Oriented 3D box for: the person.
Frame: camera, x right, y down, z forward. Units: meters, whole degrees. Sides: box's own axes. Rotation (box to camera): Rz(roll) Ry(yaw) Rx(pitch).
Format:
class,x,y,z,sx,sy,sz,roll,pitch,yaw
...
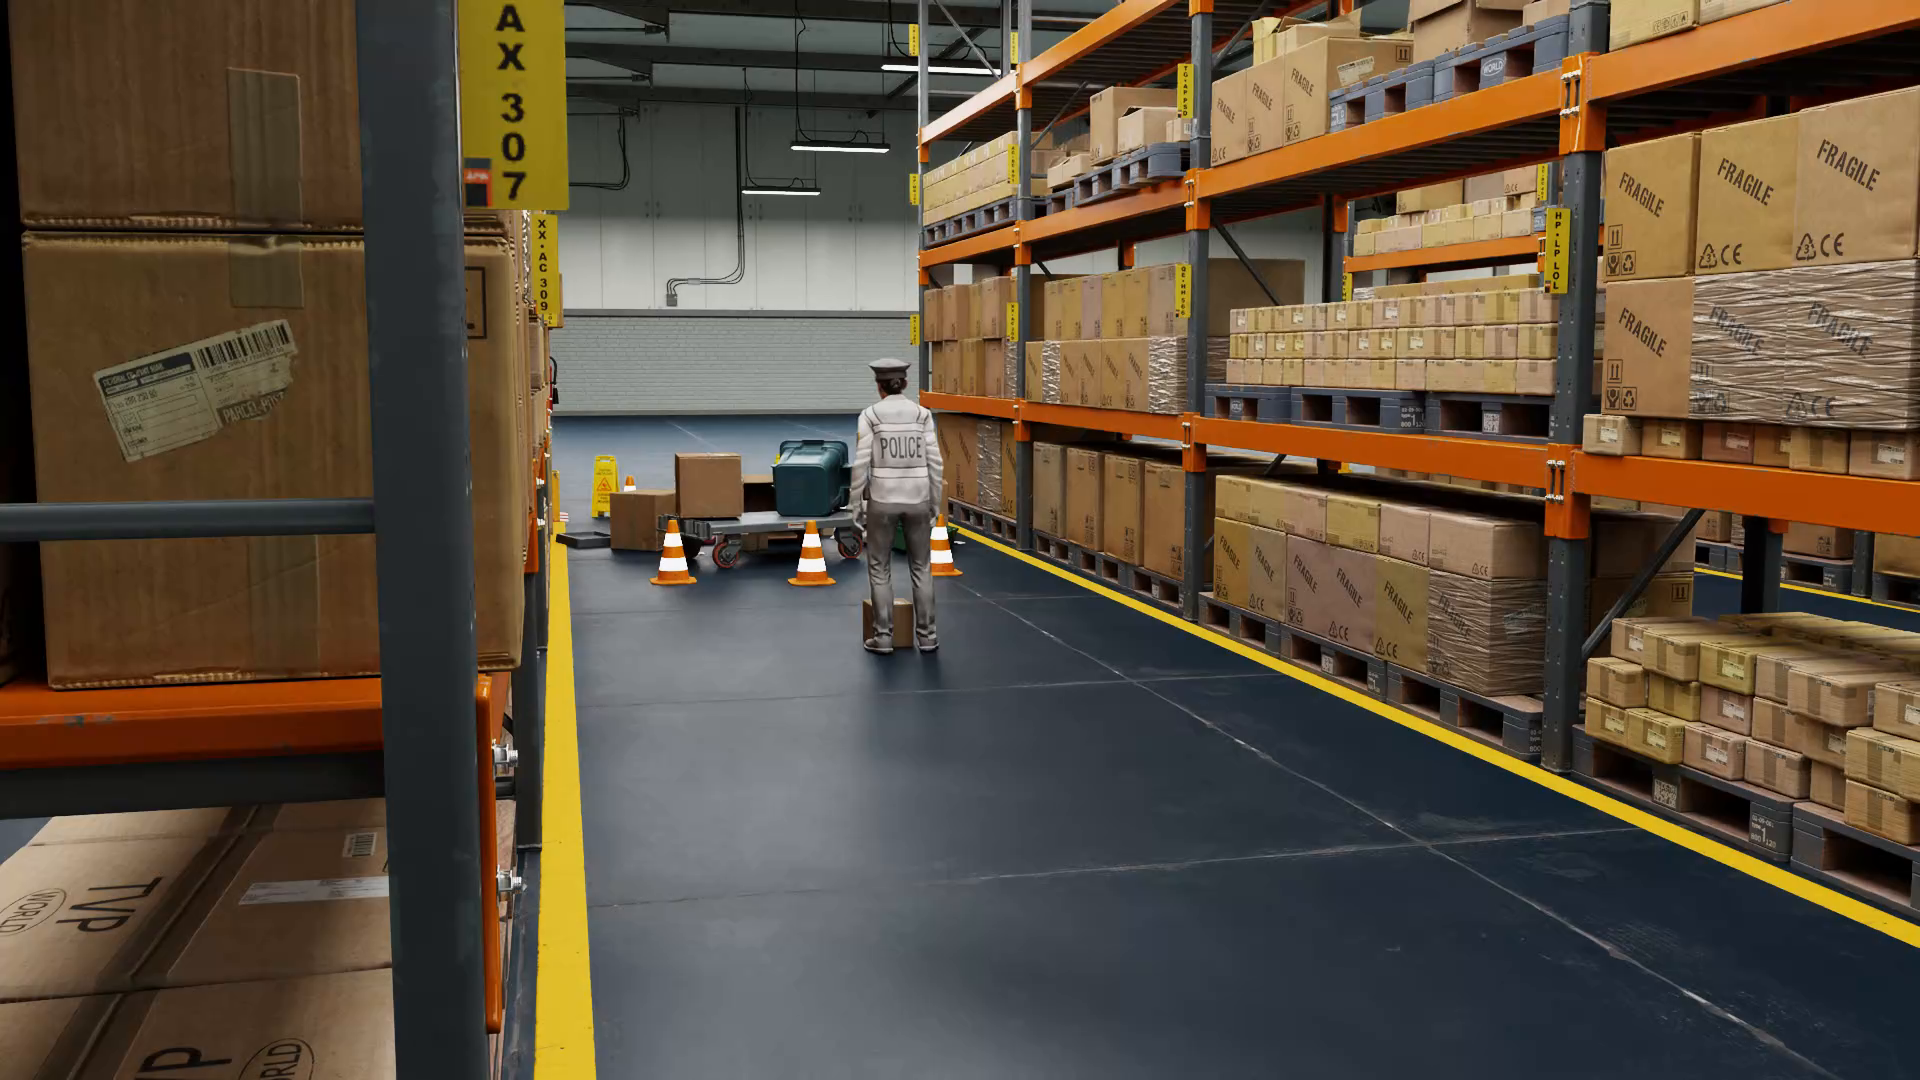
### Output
class,x,y,z,sx,sy,sz,roll,pitch,yaw
person,-0.359,-0.192,9.425,0.533,1.663,0.379,-2,6,-14
